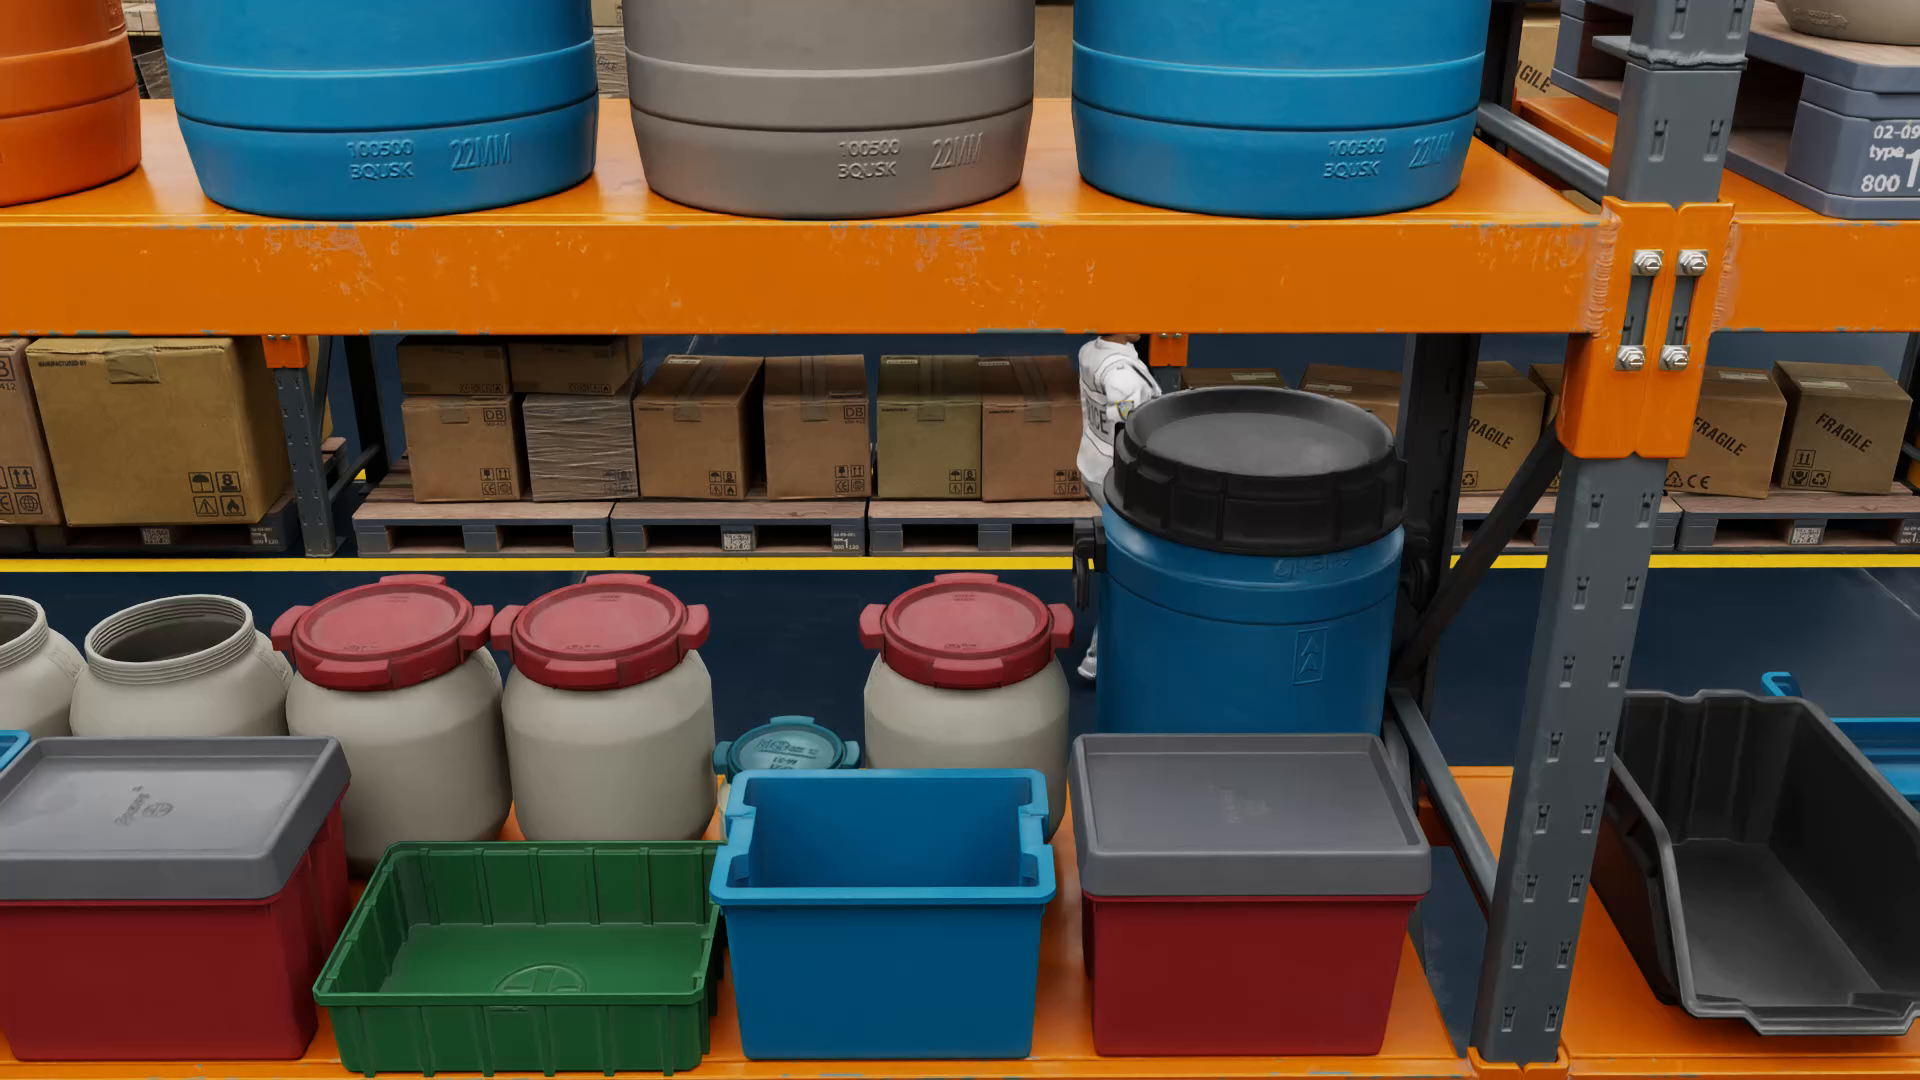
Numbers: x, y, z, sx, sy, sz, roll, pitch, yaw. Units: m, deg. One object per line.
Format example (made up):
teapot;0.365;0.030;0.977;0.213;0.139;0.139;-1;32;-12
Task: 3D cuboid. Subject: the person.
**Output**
person;0.702;-0.238;6.643;0.541;1.689;0.509;-6;25;-12
